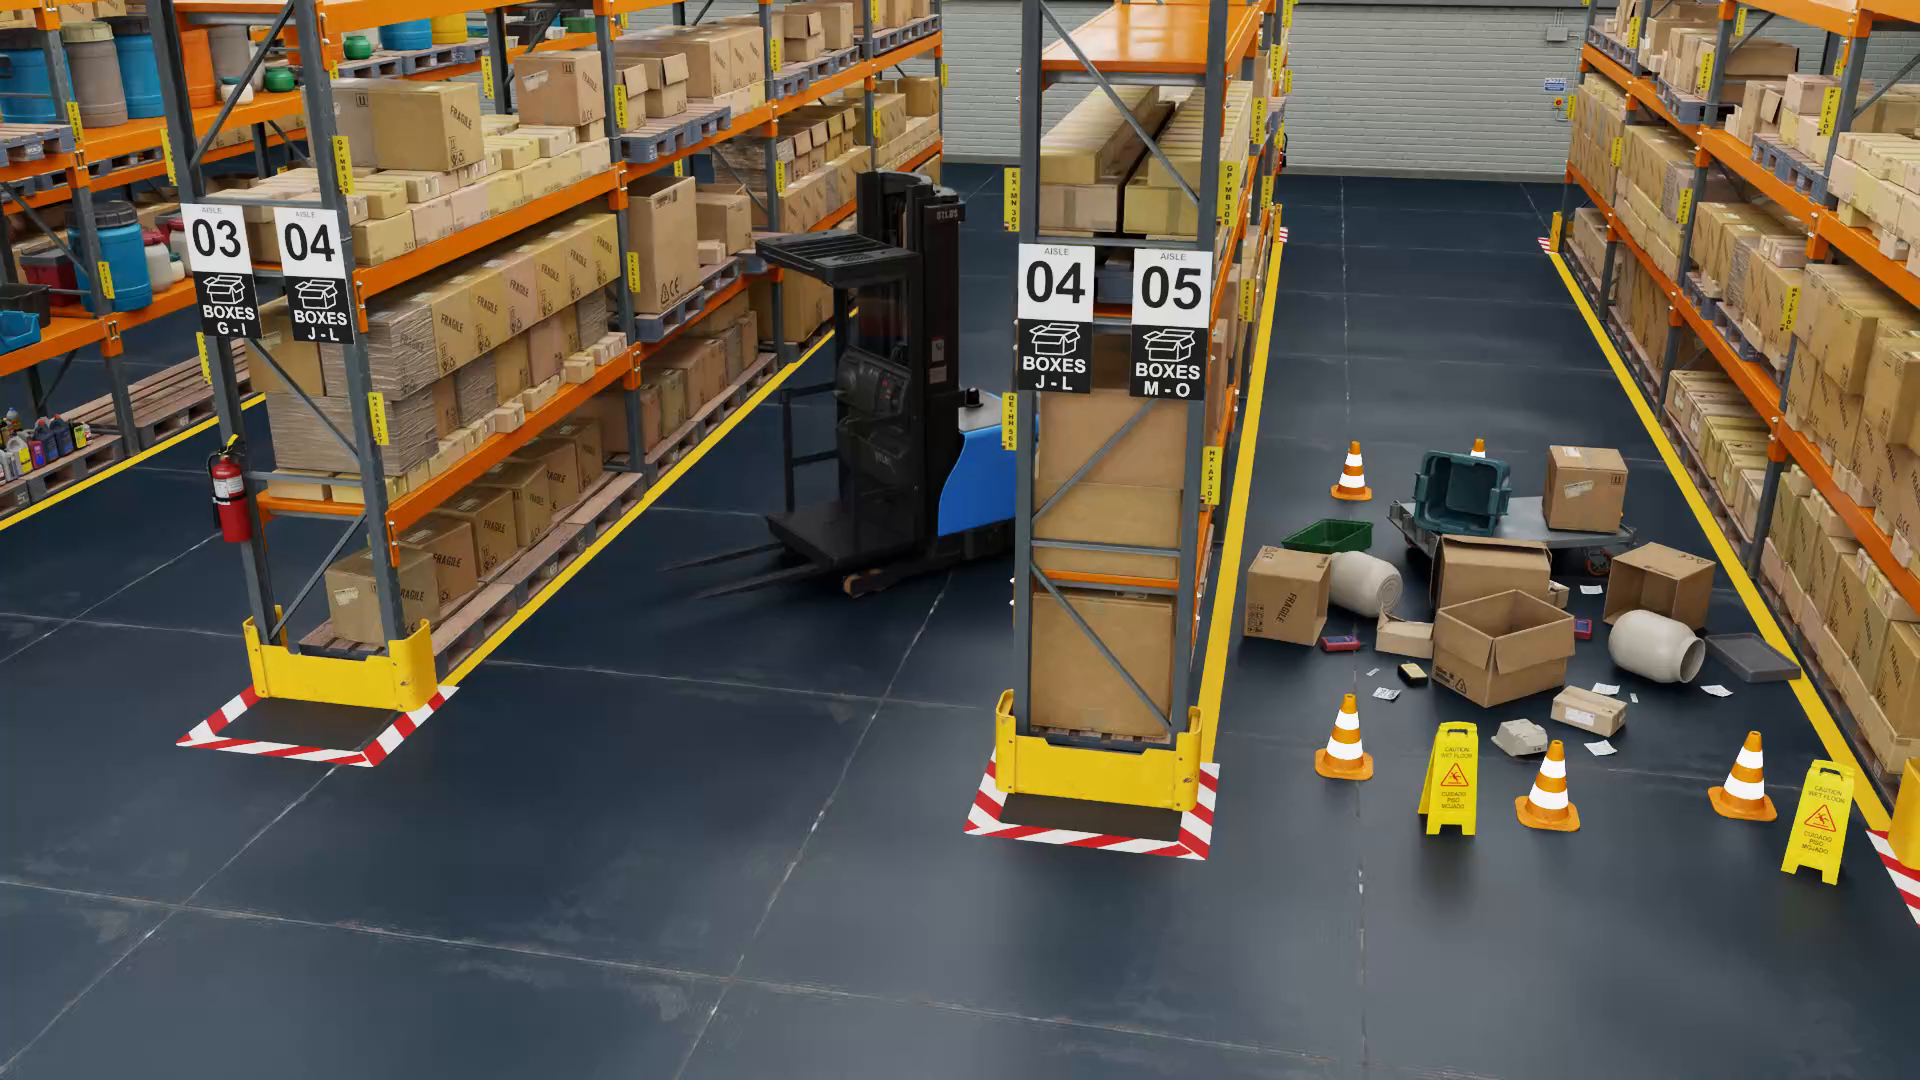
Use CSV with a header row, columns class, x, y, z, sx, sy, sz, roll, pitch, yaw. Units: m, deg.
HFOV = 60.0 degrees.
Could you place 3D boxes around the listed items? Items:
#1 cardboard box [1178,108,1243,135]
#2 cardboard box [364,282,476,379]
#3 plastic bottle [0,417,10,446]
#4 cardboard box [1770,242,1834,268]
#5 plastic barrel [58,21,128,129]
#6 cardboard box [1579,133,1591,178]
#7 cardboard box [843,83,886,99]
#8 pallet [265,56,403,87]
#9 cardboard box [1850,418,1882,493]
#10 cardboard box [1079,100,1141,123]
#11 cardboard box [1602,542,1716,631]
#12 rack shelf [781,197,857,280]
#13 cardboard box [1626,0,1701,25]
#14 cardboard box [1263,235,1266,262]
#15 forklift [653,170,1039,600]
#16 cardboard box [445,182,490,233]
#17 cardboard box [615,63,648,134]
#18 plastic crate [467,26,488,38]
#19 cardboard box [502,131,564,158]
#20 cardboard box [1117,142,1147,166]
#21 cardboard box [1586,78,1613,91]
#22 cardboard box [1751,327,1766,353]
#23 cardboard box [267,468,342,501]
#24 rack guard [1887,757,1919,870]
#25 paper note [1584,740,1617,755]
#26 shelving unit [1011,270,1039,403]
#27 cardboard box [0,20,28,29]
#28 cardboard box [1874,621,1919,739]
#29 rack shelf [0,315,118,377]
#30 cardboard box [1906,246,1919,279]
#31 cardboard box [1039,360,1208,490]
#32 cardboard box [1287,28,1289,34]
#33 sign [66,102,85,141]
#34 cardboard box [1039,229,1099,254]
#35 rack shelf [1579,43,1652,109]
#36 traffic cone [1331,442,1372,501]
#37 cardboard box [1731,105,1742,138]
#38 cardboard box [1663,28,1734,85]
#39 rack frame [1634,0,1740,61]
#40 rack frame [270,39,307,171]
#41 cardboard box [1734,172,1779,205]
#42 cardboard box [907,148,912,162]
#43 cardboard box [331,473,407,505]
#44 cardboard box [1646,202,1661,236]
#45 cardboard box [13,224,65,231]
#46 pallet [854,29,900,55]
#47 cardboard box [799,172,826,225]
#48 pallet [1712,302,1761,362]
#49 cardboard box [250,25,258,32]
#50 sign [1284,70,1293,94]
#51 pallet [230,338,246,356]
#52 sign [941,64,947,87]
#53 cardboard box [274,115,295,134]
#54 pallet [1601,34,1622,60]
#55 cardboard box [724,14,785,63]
class,x,y,z,sx,sy,sz,roll,pitch,yaw
cardboard box,1.552,-2.588,10.321,0.380,0.149,0.250,5,22,12
cardboard box,-3.539,-1.378,10.890,0.500,0.500,0.500,4,22,11
plastic bottle,-8.489,-0.941,14.721,0.061,0.283,0.133,4,22,11
cardboard box,6.492,-2.194,12.824,0.380,0.149,0.250,4,22,9
plastic barrel,-8.035,-4.274,15.263,0.600,0.901,0.600,0,22,0
cardboard box,8.363,-4.985,21.581,0.500,0.500,0.500,4,22,11
cardboard box,-1.326,-6.108,23.302,0.500,0.500,0.500,4,22,9
pallet,-6.992,-5.247,18.604,1.003,0.211,1.213,4,22,11
cardboard box,5.849,-0.565,10.210,0.500,0.500,0.500,5,22,12
cardboard box,0.959,-2.728,10.671,0.380,0.149,0.250,4,22,11
cardboard box,4.940,0.372,11.758,0.500,0.500,0.500,-16,27,-35
rack shelf,-1.987,-3.691,19.466,1.077,0.370,4.000,4,22,11
cardboard box,8.367,-6.177,19.826,0.797,0.503,0.637,6,23,15
cardboard box,3.352,-3.433,19.641,0.500,0.250,0.500,4,22,9
forklift,-0.822,-1.160,12.309,3.031,2.935,1.130,-14,26,-32
cardboard box,-3.472,-2.216,11.026,0.500,0.250,0.500,4,22,11
cardboard box,-3.018,-3.629,13.633,0.797,0.503,0.637,3,22,8
plastic crate,-6.554,-6.805,22.443,0.416,0.233,0.300,4,22,11
cardboard box,-3.136,-2.904,12.201,0.380,0.149,0.250,4,22,9
cardboard box,0.840,-2.220,9.942,0.500,0.250,0.500,4,22,11
cardboard box,8.447,-5.978,21.842,0.380,0.149,0.250,5,23,13
cardboard box,6.414,-1.555,12.972,0.380,0.149,0.250,4,22,10
cardboard box,-4.171,-0.371,10.596,0.380,0.149,0.250,4,22,11
rack guard,5.690,1.520,8.911,1.175,0.500,0.348,4,22,11
paper note,3.919,1.268,10.165,0.148,0.019,0.142,-3,22,-8
shelving unit,0.675,-1.190,13.497,0.431,2.100,0.503,6,23,14
cardboard box,-11.826,-6.026,20.153,0.910,0.500,0.500,4,22,11
cardboard box,5.583,0.808,9.447,0.500,0.500,0.500,5,22,11
rack shelf,-8.468,-1.143,13.139,1.077,0.370,4.000,4,22,11
cardboard box,5.743,-1.604,9.642,0.380,0.149,0.250,4,22,10
cardboard box,0.921,-0.656,9.320,0.875,0.550,0.550,4,22,11
cardboard box,4.142,-6.752,22.289,0.500,0.250,0.500,4,22,11
sign,-7.523,-3.558,14.144,0.100,0.325,0.005,4,22,11
cardboard box,0.544,-1.616,8.976,0.380,0.149,0.250,4,22,11
rack shelf,8.531,-5.790,20.662,1.077,0.370,4.000,4,22,11
traffic cone,3.376,-0.614,14.258,0.336,0.463,0.334,4,22,11
cardboard box,7.024,-3.671,14.619,0.396,0.266,0.258,4,22,11
cardboard box,7.382,-4.837,16.638,0.500,0.500,0.500,5,22,11
rack frame,8.123,-6.783,18.151,1.000,3.000,0.127,4,22,11
rack frame,-10.459,-6.976,26.659,1.000,3.000,0.127,4,22,11
cardboard box,7.647,-3.210,15.836,0.500,0.500,0.500,4,22,9
cardboard box,-0.876,-5.293,22.816,0.380,0.149,0.250,4,22,9
cardboard box,-3.736,-0.337,10.511,0.380,0.149,0.250,4,22,11
cardboard box,7.342,-3.273,16.997,0.500,0.250,0.500,4,22,10
cardboard box,-11.924,-3.836,21.620,0.500,0.500,0.500,4,22,9
pallet,-1.401,-6.405,21.345,1.003,0.211,1.213,4,22,11
cardboard box,-1.825,-3.873,18.821,0.500,0.500,0.500,4,22,10
pallet,6.943,-1.722,13.870,1.003,0.211,1.213,4,22,11
cardboard box,-10.626,-7.542,24.250,0.500,0.250,0.500,4,22,11
sign,4.612,-6.438,23.351,0.100,0.325,0.005,4,22,11
pallet,-7.440,-2.097,18.278,1.003,0.211,1.213,4,22,11
sign,-0.234,-6.820,24.404,0.100,0.325,0.005,4,22,11
cardboard box,-10.494,-6.465,25.258,0.500,0.500,0.500,5,22,11
pallet,8.551,-6.094,20.574,1.003,0.211,1.213,4,22,11
cardboard box,-2.251,-5.477,18.226,0.500,0.500,0.500,6,23,14
